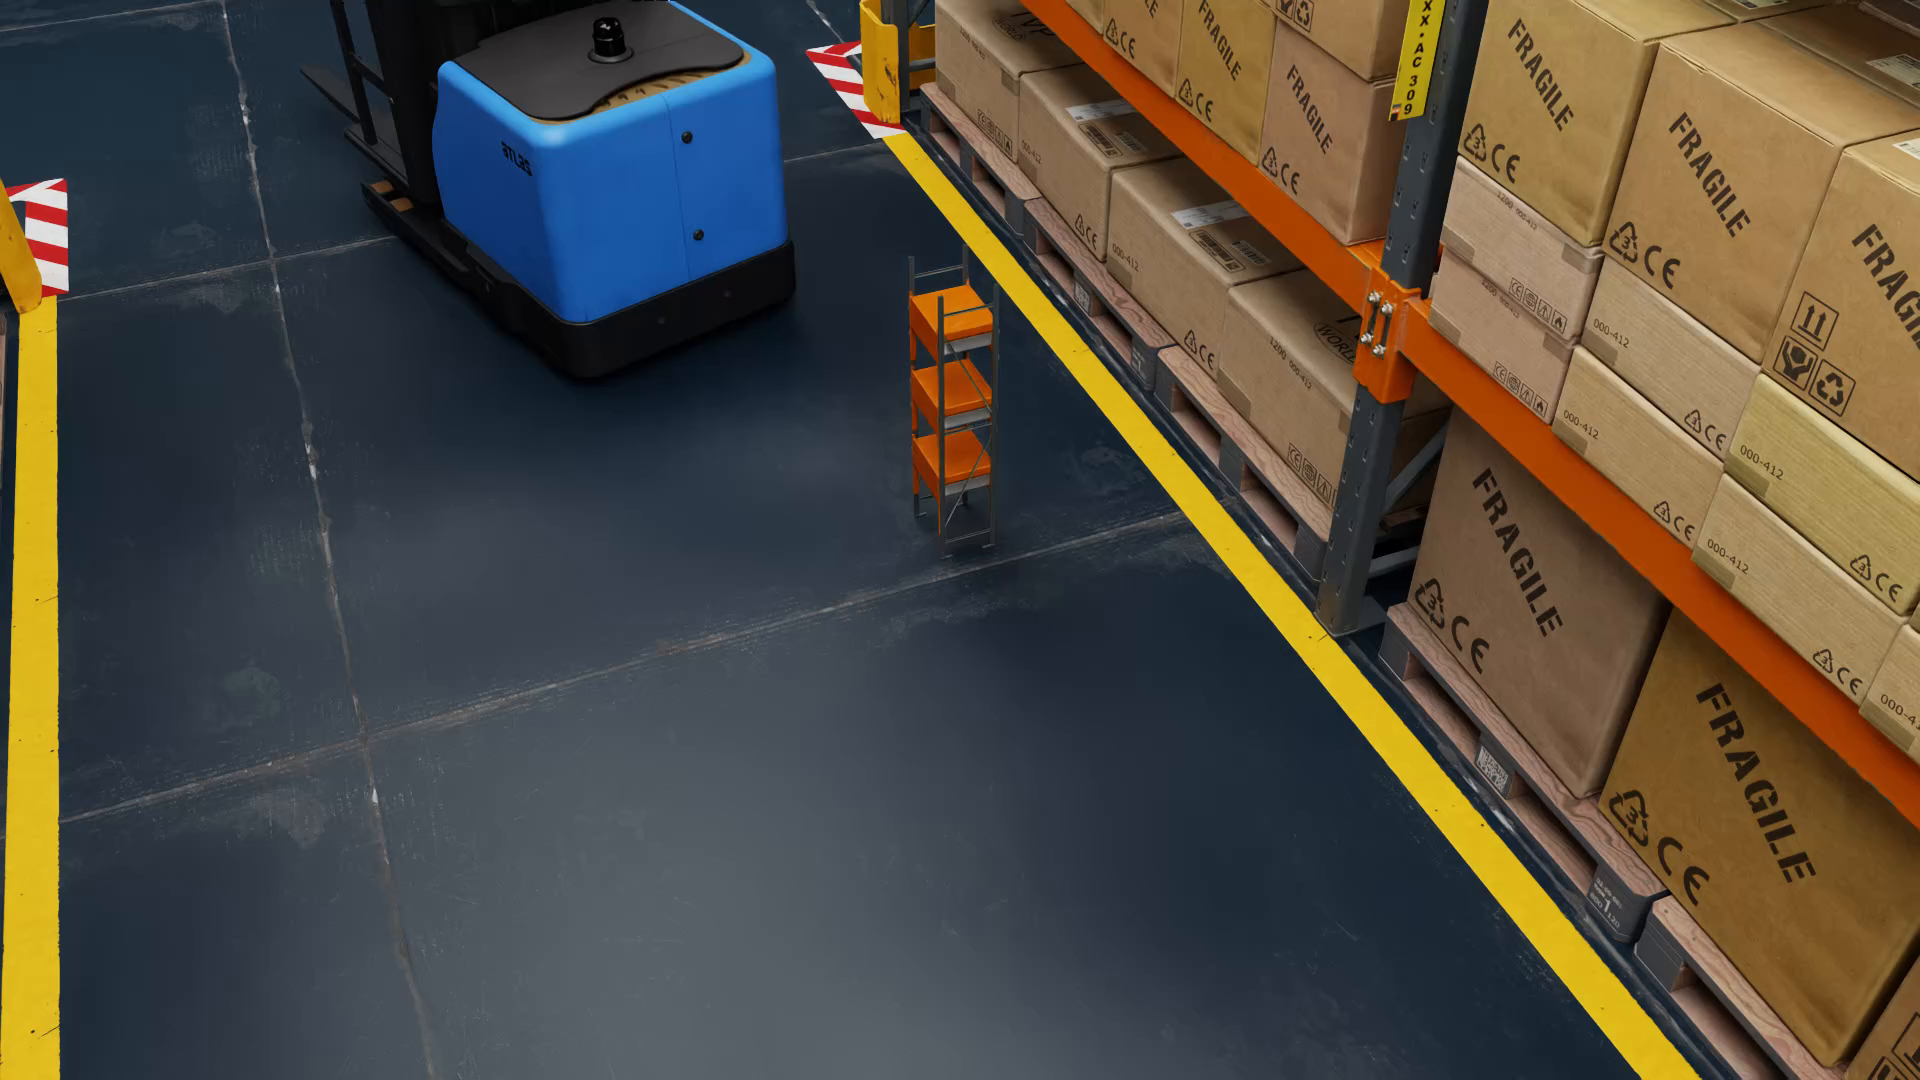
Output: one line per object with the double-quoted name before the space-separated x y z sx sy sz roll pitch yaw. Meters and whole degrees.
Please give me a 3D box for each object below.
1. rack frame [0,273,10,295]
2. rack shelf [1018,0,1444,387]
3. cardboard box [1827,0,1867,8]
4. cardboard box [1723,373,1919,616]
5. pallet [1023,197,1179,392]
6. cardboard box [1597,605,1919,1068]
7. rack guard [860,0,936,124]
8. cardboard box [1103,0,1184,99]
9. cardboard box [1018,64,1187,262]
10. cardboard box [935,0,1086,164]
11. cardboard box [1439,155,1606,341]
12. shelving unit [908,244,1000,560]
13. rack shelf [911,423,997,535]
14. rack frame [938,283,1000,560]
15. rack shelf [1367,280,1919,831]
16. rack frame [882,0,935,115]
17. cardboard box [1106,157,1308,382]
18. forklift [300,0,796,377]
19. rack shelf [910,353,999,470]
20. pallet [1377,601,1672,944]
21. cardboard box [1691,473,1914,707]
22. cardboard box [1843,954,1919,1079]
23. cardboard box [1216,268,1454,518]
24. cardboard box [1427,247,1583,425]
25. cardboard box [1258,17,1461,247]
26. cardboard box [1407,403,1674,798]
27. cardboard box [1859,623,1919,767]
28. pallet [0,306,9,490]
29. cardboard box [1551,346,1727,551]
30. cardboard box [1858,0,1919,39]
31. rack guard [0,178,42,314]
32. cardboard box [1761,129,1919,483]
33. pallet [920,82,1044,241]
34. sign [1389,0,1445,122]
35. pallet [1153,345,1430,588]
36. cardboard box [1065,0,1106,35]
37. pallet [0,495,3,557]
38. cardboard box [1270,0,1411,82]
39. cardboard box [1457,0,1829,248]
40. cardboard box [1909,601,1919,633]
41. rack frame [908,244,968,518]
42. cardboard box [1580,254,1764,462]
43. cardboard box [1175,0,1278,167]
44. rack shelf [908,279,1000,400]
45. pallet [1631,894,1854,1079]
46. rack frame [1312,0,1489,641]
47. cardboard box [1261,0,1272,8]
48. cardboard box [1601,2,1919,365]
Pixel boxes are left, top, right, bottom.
"rack frame" -4.422 -2.089 5.879 1.000 3.000 0.127 -15 43 -17
"rack shelf" 0.878 -1.907 6.219 1.077 0.370 4.000 -15 43 -17
"cardboard box" 2.046 -1.186 3.985 0.500 0.500 0.500 -14 43 -15
"cardboard box" 1.945 -0.155 3.361 0.500 0.250 0.500 -15 43 -16
"pallet" 0.954 -1.131 6.904 1.003 0.211 1.213 -15 43 -17
"cardboard box" 2.307 0.567 4.098 0.875 0.875 0.875 -14 43 -16
"rack guard" 0.104 -2.451 8.217 1.175 0.500 0.348 -15 43 -17
"cardboard box" 0.822 -1.836 5.508 0.500 0.500 0.500 -16 43 -17
"cardboard box" 0.816 -1.651 7.012 0.875 0.438 0.875 -14 43 -16
"cardboard box" 0.458 -2.200 7.651 0.875 0.438 0.875 -17 43 -18
"cardboard box" 1.551 -0.772 4.079 0.500 0.250 0.500 -16 43 -18
"shelving unit" -0.020 -0.430 5.445 0.215 1.050 0.252 -15 43 -17
"rack shelf" -0.020 -0.212 5.633 0.215 0.259 0.240 -15 43 -17
"rack frame" 0.026 -0.357 5.360 0.200 1.050 0.008 -15 43 -17
"rack shelf" 2.409 0.502 3.417 1.077 0.370 4.000 -15 43 -17
"rack frame" 0.113 -3.385 7.385 1.000 3.000 0.127 -15 43 -17
"cardboard box" 1.159 -1.107 6.380 0.875 0.438 0.875 -16 43 -18
"forklift" -1.997 -2.630 6.560 1.130 2.935 3.031 -28 48 -29
"rack shelf" -0.020 -0.422 5.452 0.215 0.259 0.240 -15 43 -17
"pallet" 2.008 0.528 4.974 1.003 0.211 1.213 -15 43 -17
"cardboard box" 1.949 0.037 3.522 0.500 0.250 0.500 -15 43 -17
"cardboard box" 2.649 1.106 3.471 0.875 0.875 0.875 -15 43 -16
"cardboard box" 1.502 -0.568 5.753 0.875 0.438 0.875 -16 43 -17
"cardboard box" 1.568 -0.587 4.247 0.500 0.250 0.500 -16 43 -18
"cardboard box" 1.230 -1.229 4.801 0.500 0.500 0.500 -15 43 -16
"cardboard box" 1.955 0.025 4.728 0.875 0.875 0.875 -14 43 -16
"cardboard box" 2.131 0.340 3.169 0.500 0.250 0.500 -16 43 -18
"pallet" -4.114 -0.488 6.155 1.003 0.211 1.213 -15 43 -17
"cardboard box" 1.767 -0.276 3.885 0.500 0.250 0.500 -16 43 -18
"cardboard box" 2.251 -0.876 3.624 0.500 0.500 0.500 -14 43 -16
"rack guard" -4.393 -1.095 6.640 1.175 0.500 0.348 -15 43 -17
"cardboard box" 1.956 -0.453 3.133 0.500 0.500 0.500 -16 43 -18
"pallet" 0.491 -1.865 7.757 1.003 0.211 1.213 -15 43 -17
"sign" 1.131 -1.194 4.113 0.100 0.325 0.005 -15 43 -17
"pallet" 1.425 -0.395 6.048 1.003 0.211 1.213 -15 43 -17
"cardboard box" 0.636 -2.156 5.879 0.500 0.500 0.500 -14 43 -15
"pallet" -3.652 0.246 5.302 1.003 0.211 1.213 -15 43 -17
"cardboard box" 1.208 -1.607 4.475 0.500 0.500 0.500 -15 43 -17
"cardboard box" 1.546 -1.055 3.833 0.500 0.500 0.500 -15 43 -16
"cardboard box" 2.141 0.149 3.007 0.500 0.250 0.500 -16 43 -18
"rack frame" -0.067 -0.504 5.531 0.200 1.050 0.008 -15 43 -17
"cardboard box" 1.777 -0.465 3.722 0.500 0.250 0.500 -14 43 -16
"cardboard box" 1.028 -1.537 5.160 0.500 0.500 0.500 -16 43 -18
"rack shelf" -0.020 -0.637 5.267 0.215 0.259 0.240 -15 43 -17
"pallet" 2.479 1.264 4.118 1.003 0.211 1.213 -15 43 -17
"rack frame" 1.643 -0.975 4.583 1.000 3.000 0.127 -15 43 -17
"cardboard box" 1.021 -1.915 4.833 0.500 0.500 0.500 -16 43 -17
"cardboard box" 1.766 -0.756 3.485 0.500 0.500 0.500 -15 43 -17
